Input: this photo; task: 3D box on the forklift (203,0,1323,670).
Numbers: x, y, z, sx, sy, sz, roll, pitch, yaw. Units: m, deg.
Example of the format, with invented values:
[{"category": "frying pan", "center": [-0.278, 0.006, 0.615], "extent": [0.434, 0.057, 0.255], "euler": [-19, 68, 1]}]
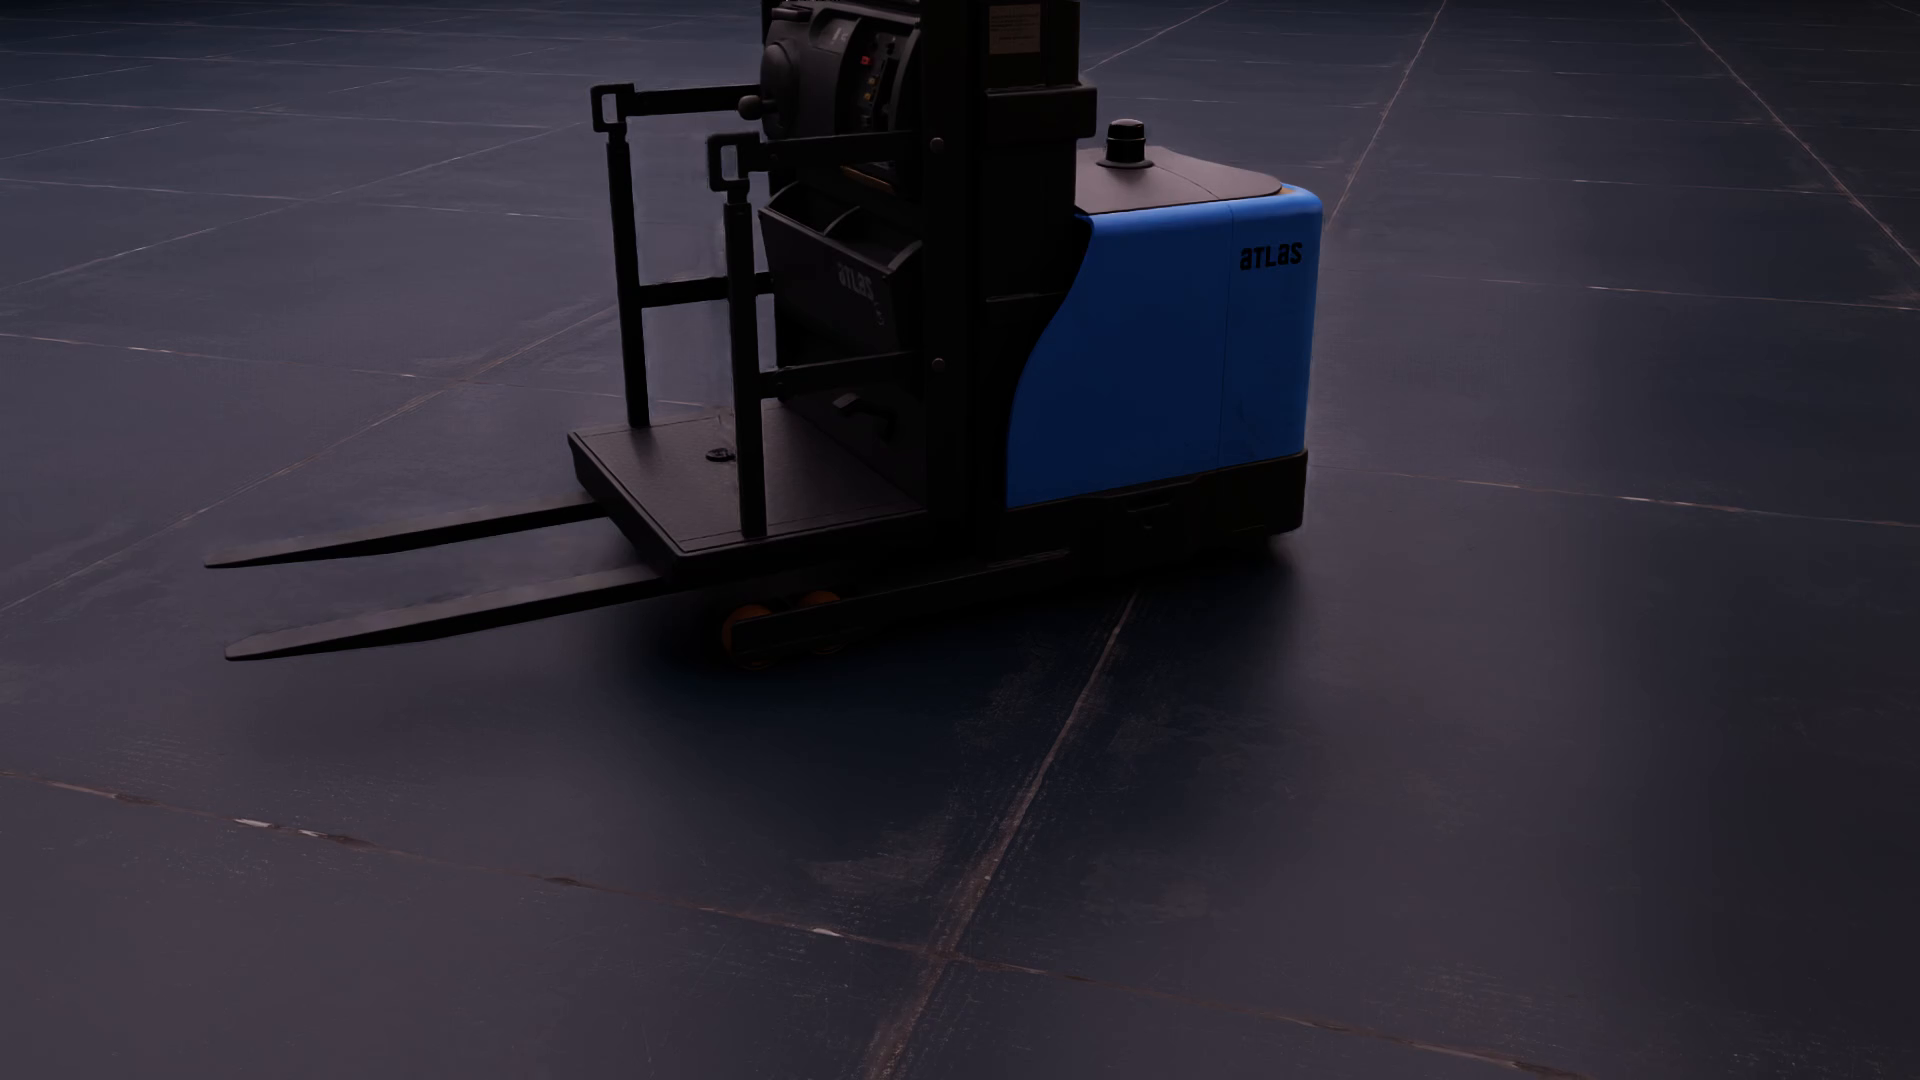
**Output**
[{"category": "forklift", "center": [-0.509, -1.247, 4.301], "extent": [3.031, 2.935, 1.130], "euler": [-11, 25, -25]}]
